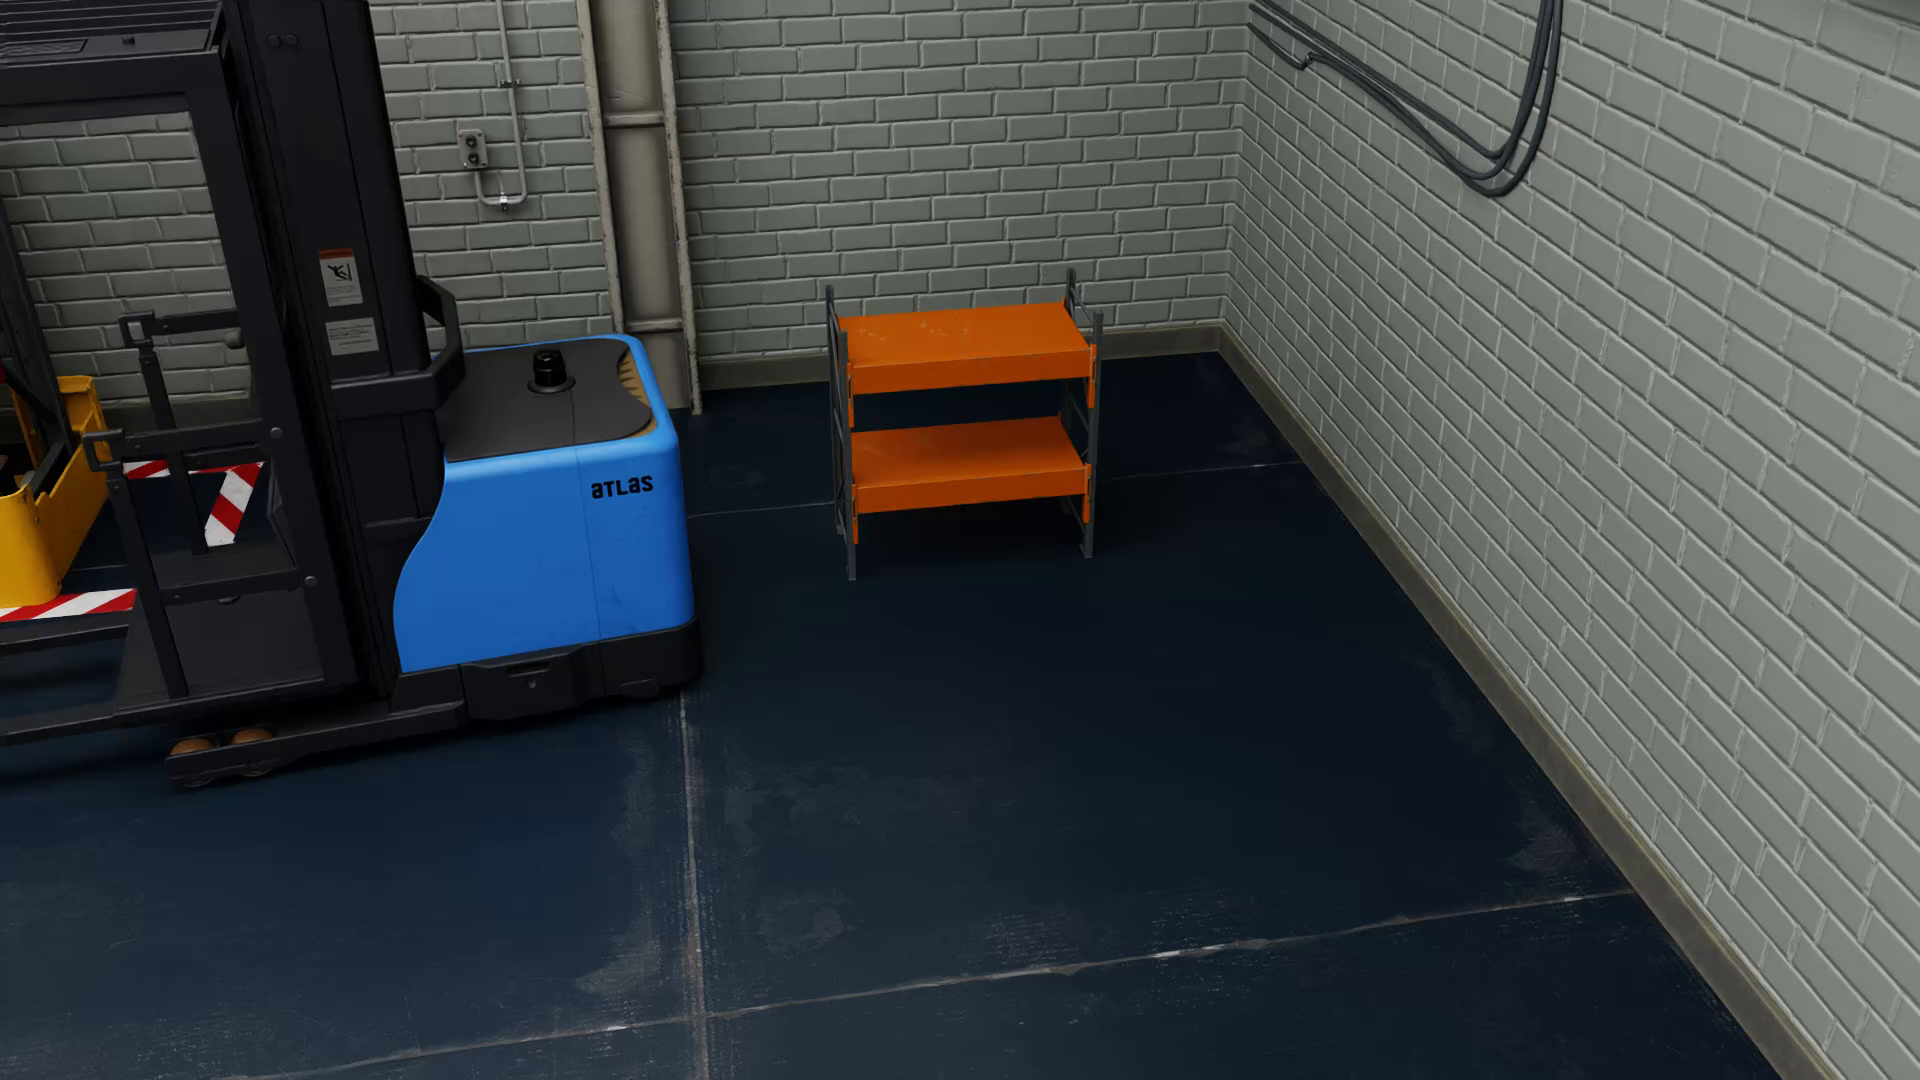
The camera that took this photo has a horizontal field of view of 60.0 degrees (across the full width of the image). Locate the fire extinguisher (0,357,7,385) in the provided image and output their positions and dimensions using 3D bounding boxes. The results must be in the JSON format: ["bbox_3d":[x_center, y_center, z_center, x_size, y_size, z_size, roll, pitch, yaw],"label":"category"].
[{"bbox_3d":[-3.776,-0.895,6.257,0.183,0.674,0.296,-5,31,-9],"label":"fire extinguisher"}]

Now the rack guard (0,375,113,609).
[{"bbox_3d":[-3.984,-0.230,7.148,0.348,0.500,1.175,-5,31,-9],"label":"rack guard"}]

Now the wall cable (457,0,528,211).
[{"bbox_3d":[-2.918,-2.332,7.254,1.851,1.984,0.084,-5,31,-9],"label":"wall cable"}]

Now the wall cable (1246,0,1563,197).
[{"bbox_3d":[1.620,-2.891,6.352,0.112,2.526,3.097,-5,31,-9],"label":"wall cable"}]

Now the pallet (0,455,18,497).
[{"bbox_3d":[-4.780,0.009,7.027,1.213,0.211,1.003,-5,31,-9],"label":"pallet"}]

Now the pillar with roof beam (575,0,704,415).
[{"bbox_3d":[-0.732,-2.423,2.493,0.400,9.000,9.100,-5,31,-9],"label":"pillar with roof beam"}]

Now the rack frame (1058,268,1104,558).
[{"bbox_3d":[0.507,-0.532,7.045,0.032,1.125,0.500,-5,31,-9],"label":"rack frame"}]

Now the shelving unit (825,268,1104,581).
[{"bbox_3d":[0.007,-0.486,6.966,1.048,1.125,0.538,-5,31,-9],"label":"shelving unit"}]

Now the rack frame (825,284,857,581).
[{"bbox_3d":[-0.493,-0.439,6.887,0.032,1.125,0.500,-5,31,-9],"label":"rack frame"}]

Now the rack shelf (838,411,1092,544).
[{"bbox_3d":[0.007,-0.275,7.090,1.000,0.278,0.538,-5,31,-9],"label":"rack shelf"}]

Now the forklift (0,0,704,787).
[{"bbox_3d":[-2.545,-0.704,5.556,3.031,2.935,1.130,-9,32,-15],"label":"forklift"}]

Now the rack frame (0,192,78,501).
[{"bbox_3d":[-4.008,-1.305,6.511,0.127,3.000,1.000,-5,31,-9],"label":"rack frame"}]

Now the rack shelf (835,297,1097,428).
[{"bbox_3d":[0.007,-0.738,6.818,1.000,0.278,0.538,-5,31,-9],"label":"rack shelf"}]
